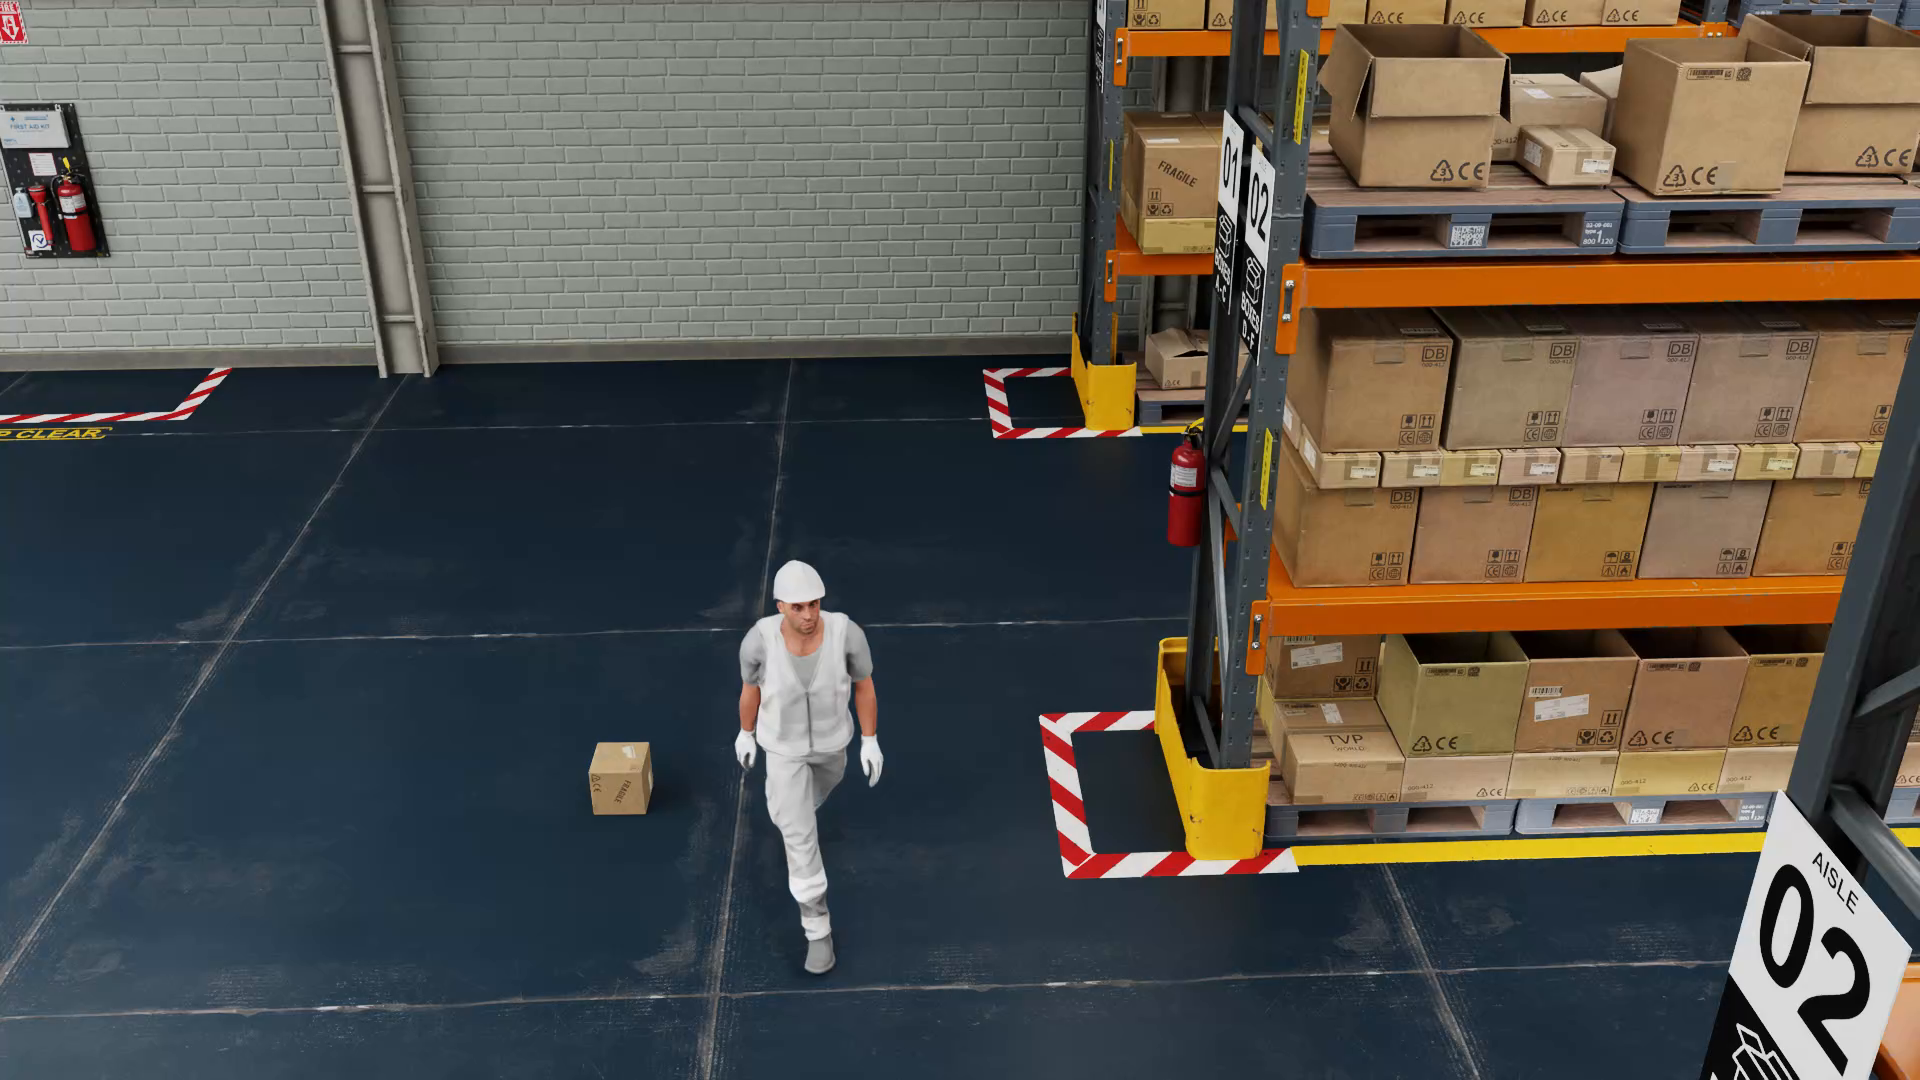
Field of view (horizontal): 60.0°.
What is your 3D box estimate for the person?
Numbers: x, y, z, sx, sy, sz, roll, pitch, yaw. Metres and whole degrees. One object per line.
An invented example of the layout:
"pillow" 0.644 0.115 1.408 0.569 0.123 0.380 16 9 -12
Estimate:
"person" -0.637 0.840 6.993 0.575 1.738 1.088 -8 28 -16
